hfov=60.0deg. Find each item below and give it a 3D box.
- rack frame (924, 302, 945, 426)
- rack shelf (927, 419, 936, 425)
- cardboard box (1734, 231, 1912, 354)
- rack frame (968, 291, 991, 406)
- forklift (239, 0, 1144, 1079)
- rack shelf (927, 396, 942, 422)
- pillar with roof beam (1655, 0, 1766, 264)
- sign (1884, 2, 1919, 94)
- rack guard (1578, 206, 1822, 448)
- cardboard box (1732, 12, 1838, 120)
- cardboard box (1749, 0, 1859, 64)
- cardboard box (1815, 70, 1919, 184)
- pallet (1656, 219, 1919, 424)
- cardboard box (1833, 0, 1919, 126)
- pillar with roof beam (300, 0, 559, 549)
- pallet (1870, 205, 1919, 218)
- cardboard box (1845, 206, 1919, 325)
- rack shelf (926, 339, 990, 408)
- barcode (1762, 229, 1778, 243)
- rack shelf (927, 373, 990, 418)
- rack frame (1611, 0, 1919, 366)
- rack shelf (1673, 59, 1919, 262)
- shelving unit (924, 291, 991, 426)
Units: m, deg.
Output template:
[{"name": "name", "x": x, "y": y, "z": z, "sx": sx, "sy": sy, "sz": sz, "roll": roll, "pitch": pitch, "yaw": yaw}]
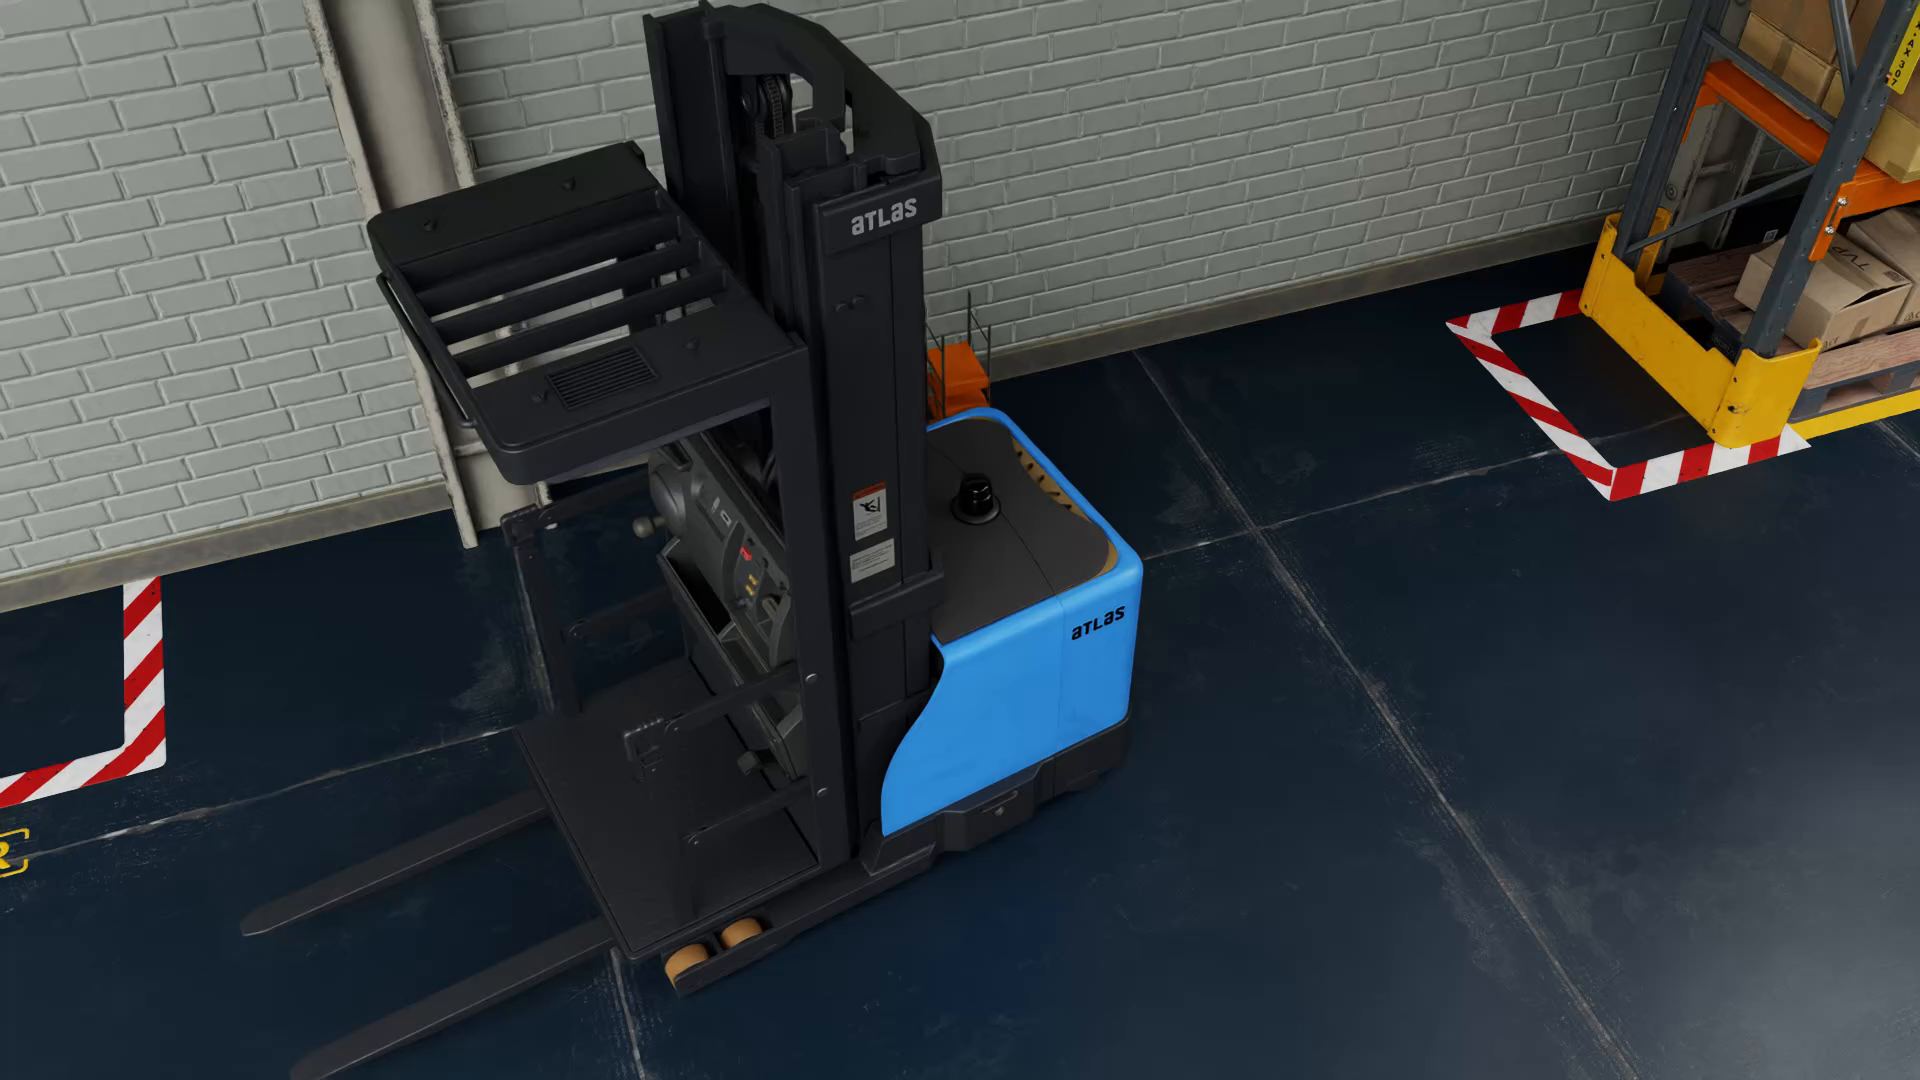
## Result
[{"name": "rack frame", "x": -0.100, "y": -0.398, "z": 6.609, "sx": 0.006, "sy": 1.200, "sz": 0.240, "roll": -14, "pitch": 47, "yaw": -14}, {"name": "rack shelf", "x": -0.014, "y": -0.389, "z": 6.662, "sx": 0.180, "sy": 0.103, "sz": 0.258, "roll": -14, "pitch": 47, "yaw": -14}, {"name": "cardboard box", "x": 4.003, "y": -1.182, "z": 7.707, "sx": 0.500, "sy": 0.311, "sz": 0.500, "roll": -19, "pitch": 48, "yaw": -18}, {"name": "rack frame", "x": 0.072, "y": -0.442, "z": 6.653, "sx": 0.006, "sy": 1.200, "sz": 0.240, "roll": -14, "pitch": 47, "yaw": -14}, {"name": "forklift", "x": -0.907, "y": 0.041, "z": 4.949, "sx": 3.031, "sy": 2.935, "sz": 1.130, "roll": -23, "pitch": 49, "yaw": -21}, {"name": "rack shelf", "x": -0.014, "y": -0.473, "z": 6.577, "sx": 0.180, "sy": 0.103, "sz": 0.258, "roll": -14, "pitch": 47, "yaw": -14}, {"name": "pillar with roof beam", "x": 5.149, "y": -1.864, "z": 2.564, "sx": 0.400, "sy": 9.000, "sz": 9.100, "roll": -14, "pitch": 47, "yaw": -14}, {"name": "sign", "x": 3.507, "y": -1.814, "z": 6.138, "sx": 0.005, "sy": 0.325, "sz": 0.100, "roll": -14, "pitch": 47, "yaw": -14}, {"name": "rack guard", "x": 3.394, "y": -1.005, "z": 7.708, "sx": 0.348, "sy": 0.500, "sz": 1.175, "roll": -14, "pitch": 47, "yaw": -14}, {"name": "cardboard box", "x": 3.696, "y": -2.065, "z": 7.092, "sx": 0.500, "sy": 0.250, "sz": 0.500, "roll": -14, "pitch": 47, "yaw": -13}, {"name": "cardboard box", "x": 3.693, "y": -2.343, "z": 6.839, "sx": 0.500, "sy": 0.500, "sz": 0.500, "roll": -15, "pitch": 47, "yaw": -14}, {"name": "cardboard box", "x": 3.889, "y": -1.730, "z": 6.757, "sx": 0.500, "sy": 0.250, "sz": 0.500, "roll": -16, "pitch": 47, "yaw": -15}, {"name": "pallet", "x": 4.170, "y": -1.075, "z": 7.982, "sx": 1.213, "sy": 0.211, "sz": 1.003, "roll": -14, "pitch": 47, "yaw": -14}, {"name": "cardboard box", "x": 3.873, "y": -2.003, "z": 6.500, "sx": 0.500, "sy": 0.500, "sz": 0.500, "roll": -14, "pitch": 47, "yaw": -14}, {"name": "pillar with roof beam", "x": -0.495, "y": -0.421, "z": 1.126, "sx": 0.400, "sy": 9.000, "sz": 9.100, "roll": -14, "pitch": 47, "yaw": -14}, {"name": "pallet", "x": 5.315, "y": -1.366, "z": 8.272, "sx": 1.213, "sy": 0.211, "sz": 1.003, "roll": -14, "pitch": 47, "yaw": -14}, {"name": "cardboard box", "x": 4.540, "y": -1.319, "z": 7.844, "sx": 0.500, "sy": 0.311, "sz": 0.500, "roll": -11, "pitch": 46, "yaw": -11}, {"name": "rack shelf", "x": -0.014, "y": -0.643, "z": 6.407, "sx": 0.180, "sy": 0.103, "sz": 0.258, "roll": -14, "pitch": 47, "yaw": -14}, {"name": "barcode", "x": 3.885, "y": -1.456, "z": 7.974, "sx": 0.075, "sy": 0.075, "sz": 0.001, "roll": -14, "pitch": 47, "yaw": -14}, {"name": "rack shelf", "x": -0.014, "y": -0.558, "z": 6.492, "sx": 0.180, "sy": 0.103, "sz": 0.258, "roll": -14, "pitch": 47, "yaw": -14}, {"name": "rack frame", "x": 3.322, "y": -1.870, "z": 6.805, "sx": 0.127, "sy": 3.000, "sz": 1.000, "roll": -14, "pitch": 47, "yaw": -14}, {"name": "rack shelf", "x": 5.203, "y": -2.097, "z": 7.539, "sx": 4.000, "sy": 0.370, "sz": 1.077, "roll": -14, "pitch": 47, "yaw": -14}, {"name": "shelving unit", "x": -0.014, "y": -0.420, "z": 6.631, "sx": 0.189, "sy": 1.200, "sz": 0.258, "roll": -14, "pitch": 47, "yaw": -14}]
